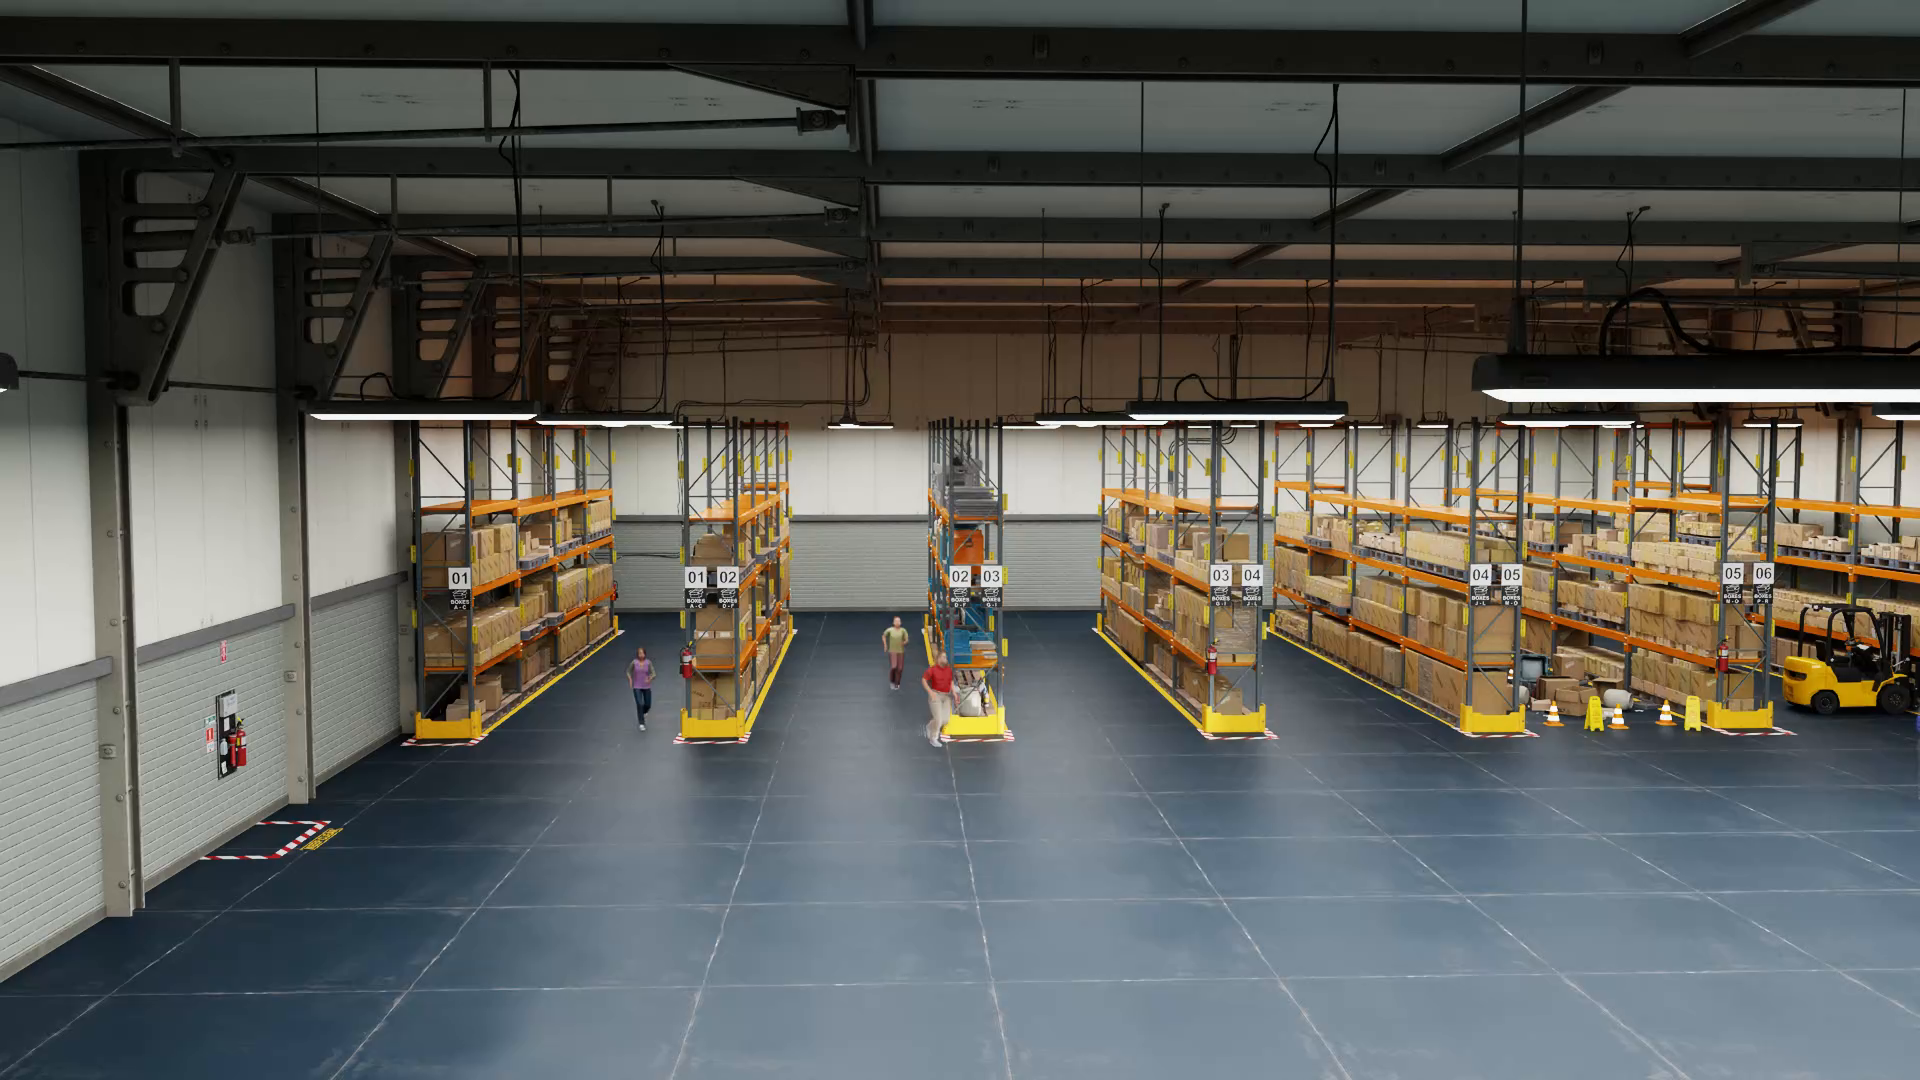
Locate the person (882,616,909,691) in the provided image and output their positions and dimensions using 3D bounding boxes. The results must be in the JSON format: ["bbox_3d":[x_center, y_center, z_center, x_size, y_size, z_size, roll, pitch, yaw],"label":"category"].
[{"bbox_3d":[-1.397,2.493,36.646,0.554,1.642,0.645,-1,4,-12],"label":"person"}]

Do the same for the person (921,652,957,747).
[{"bbox_3d":[-0.396,2.905,30.516,0.721,1.684,0.567,-3,5,-41],"label":"person"}]

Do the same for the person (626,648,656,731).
[{"bbox_3d":[-6.138,2.847,32.014,0.554,1.564,0.766,-1,4,-15],"label":"person"}]
